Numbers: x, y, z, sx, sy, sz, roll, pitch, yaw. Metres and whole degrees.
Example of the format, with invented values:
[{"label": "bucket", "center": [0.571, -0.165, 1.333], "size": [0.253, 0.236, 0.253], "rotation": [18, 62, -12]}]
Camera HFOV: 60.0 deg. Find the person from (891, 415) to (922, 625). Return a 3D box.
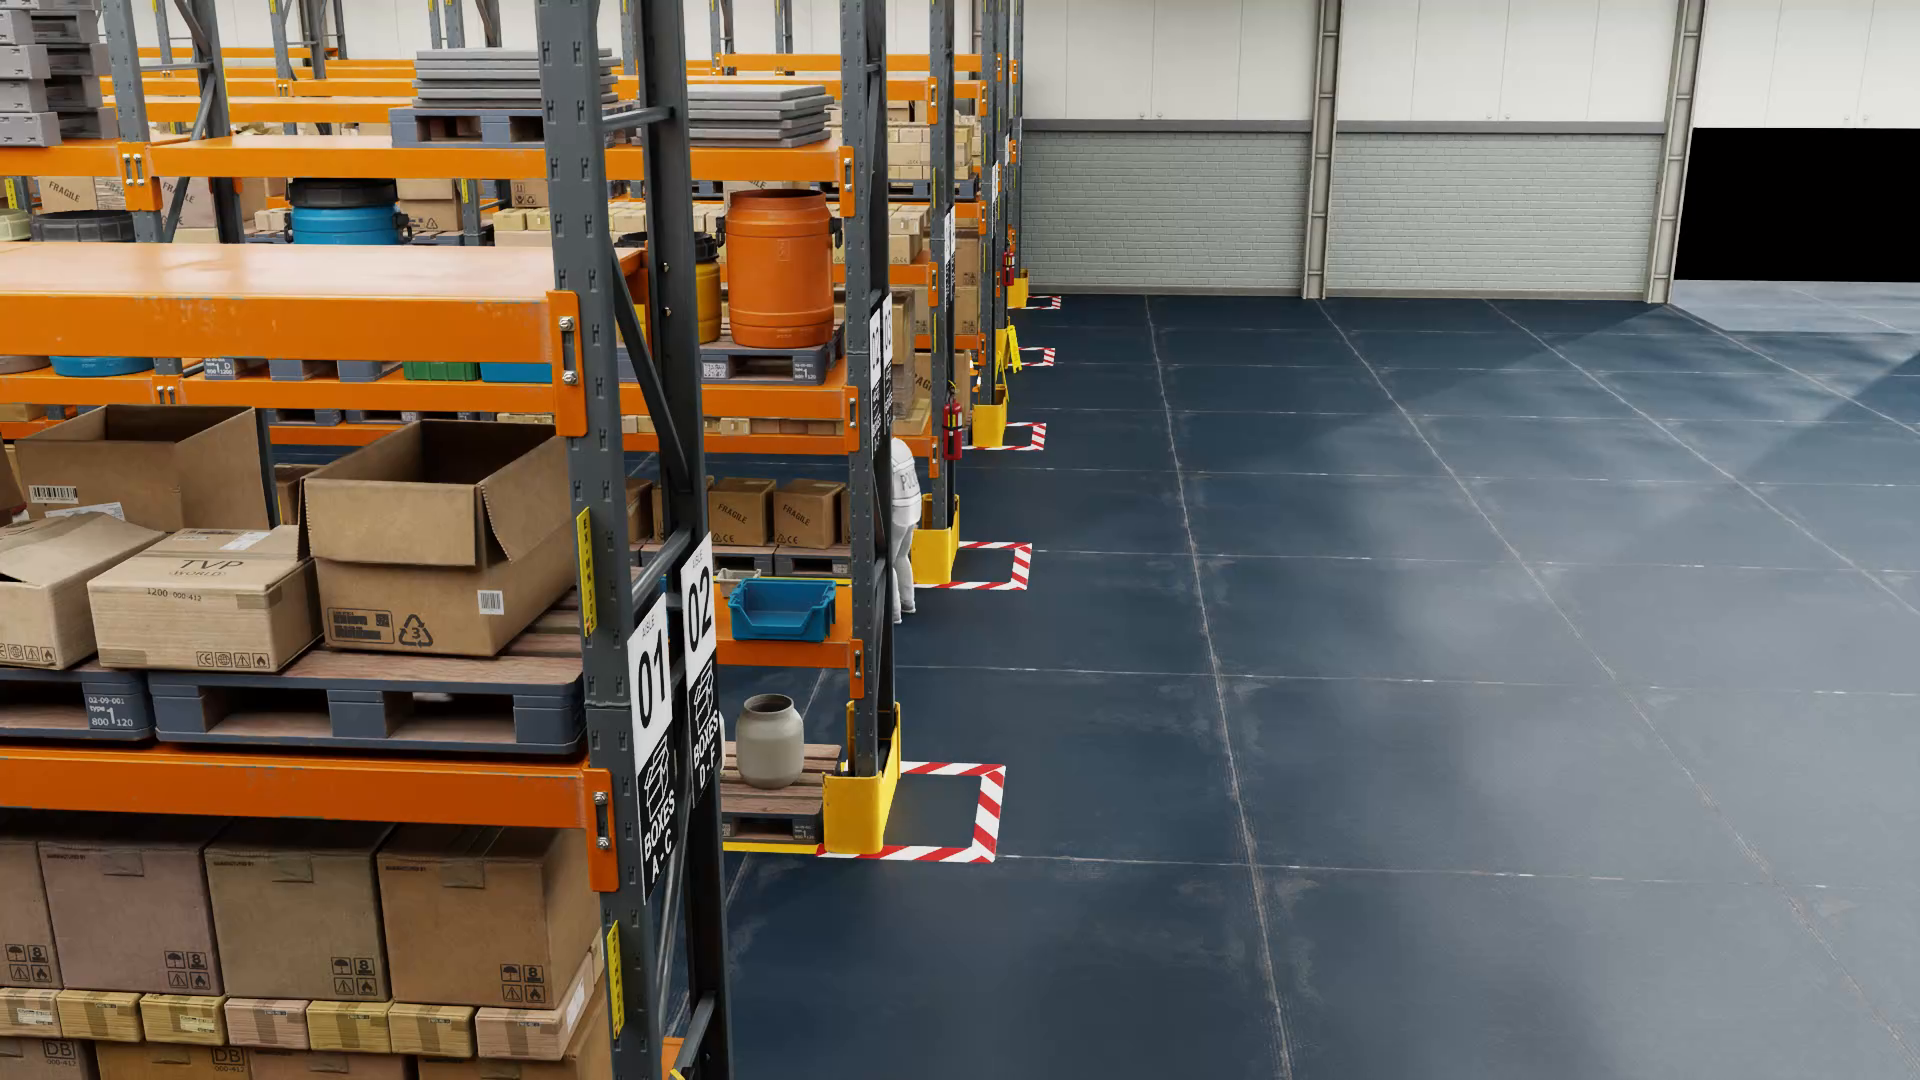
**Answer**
[{"label": "person", "center": [-0.555, -0.180, 13.611], "size": [0.435, 1.748, 0.590], "rotation": [8, 19, 23]}]
